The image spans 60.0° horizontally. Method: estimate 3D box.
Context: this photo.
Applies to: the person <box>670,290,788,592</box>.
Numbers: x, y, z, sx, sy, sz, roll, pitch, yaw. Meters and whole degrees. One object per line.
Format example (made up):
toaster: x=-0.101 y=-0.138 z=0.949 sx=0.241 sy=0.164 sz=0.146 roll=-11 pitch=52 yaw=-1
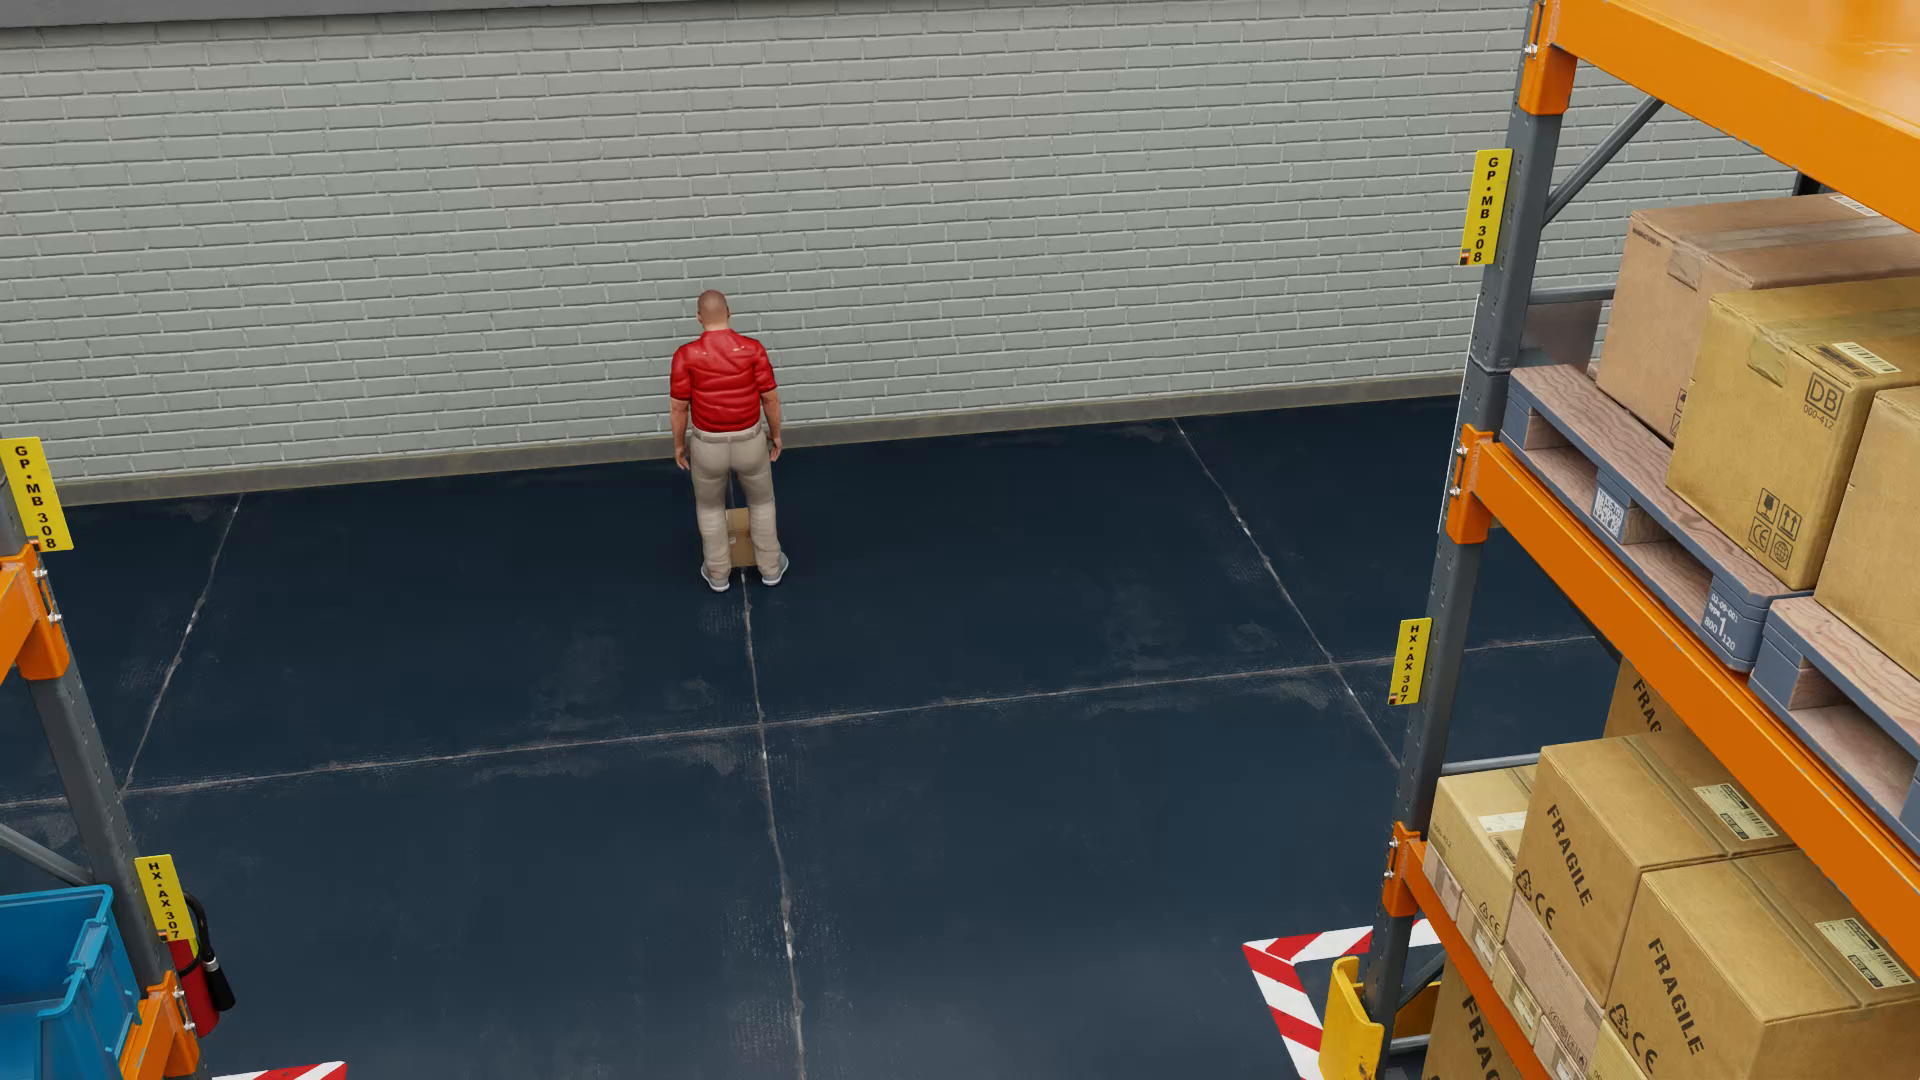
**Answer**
person: x=-1.260 y=-0.523 z=9.039 sx=0.590 sy=1.726 sz=0.388 roll=-6 pitch=31 yaw=-9
